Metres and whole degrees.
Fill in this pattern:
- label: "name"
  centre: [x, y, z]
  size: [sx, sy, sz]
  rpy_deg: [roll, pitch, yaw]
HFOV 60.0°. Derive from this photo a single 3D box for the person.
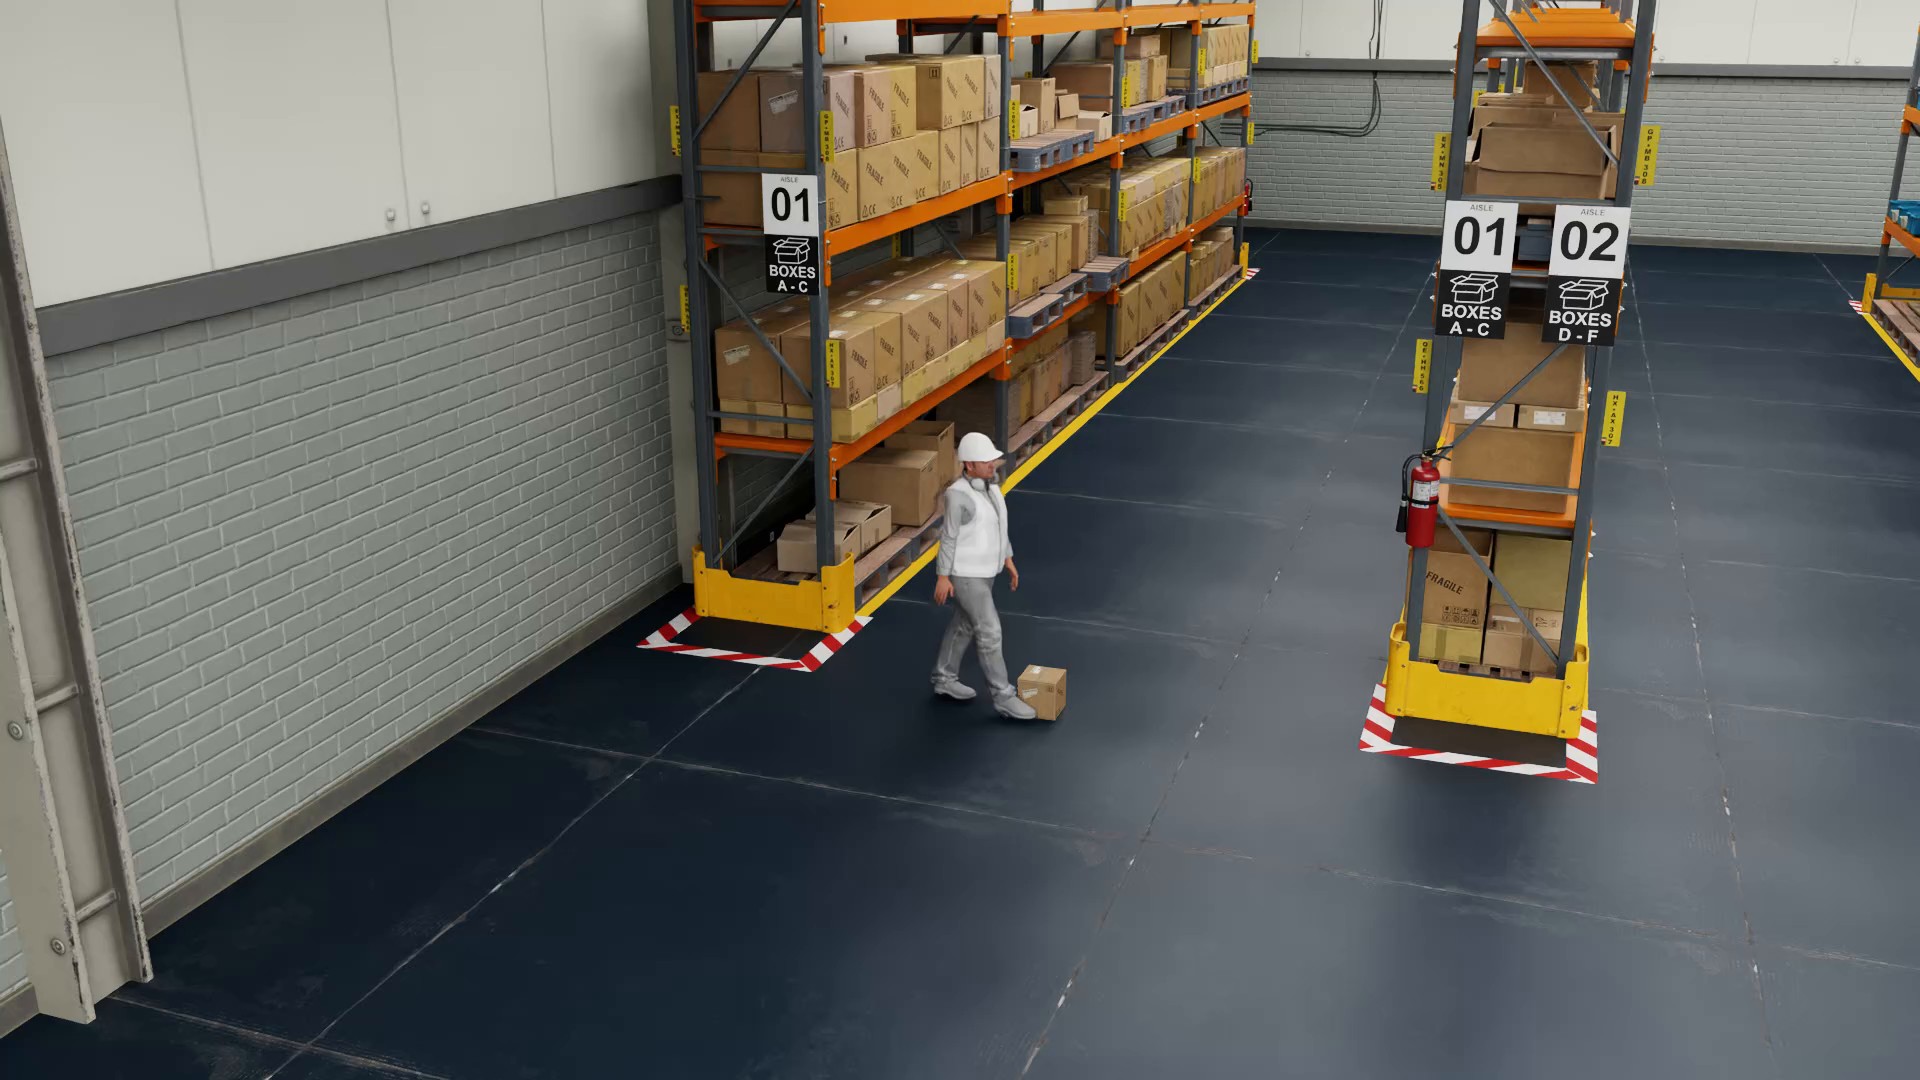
- label: "person"
  centre: [0.184, 0.192, 10.390]
  size: [0.799, 1.753, 0.565]
  rpy_deg: [8, 20, 23]
